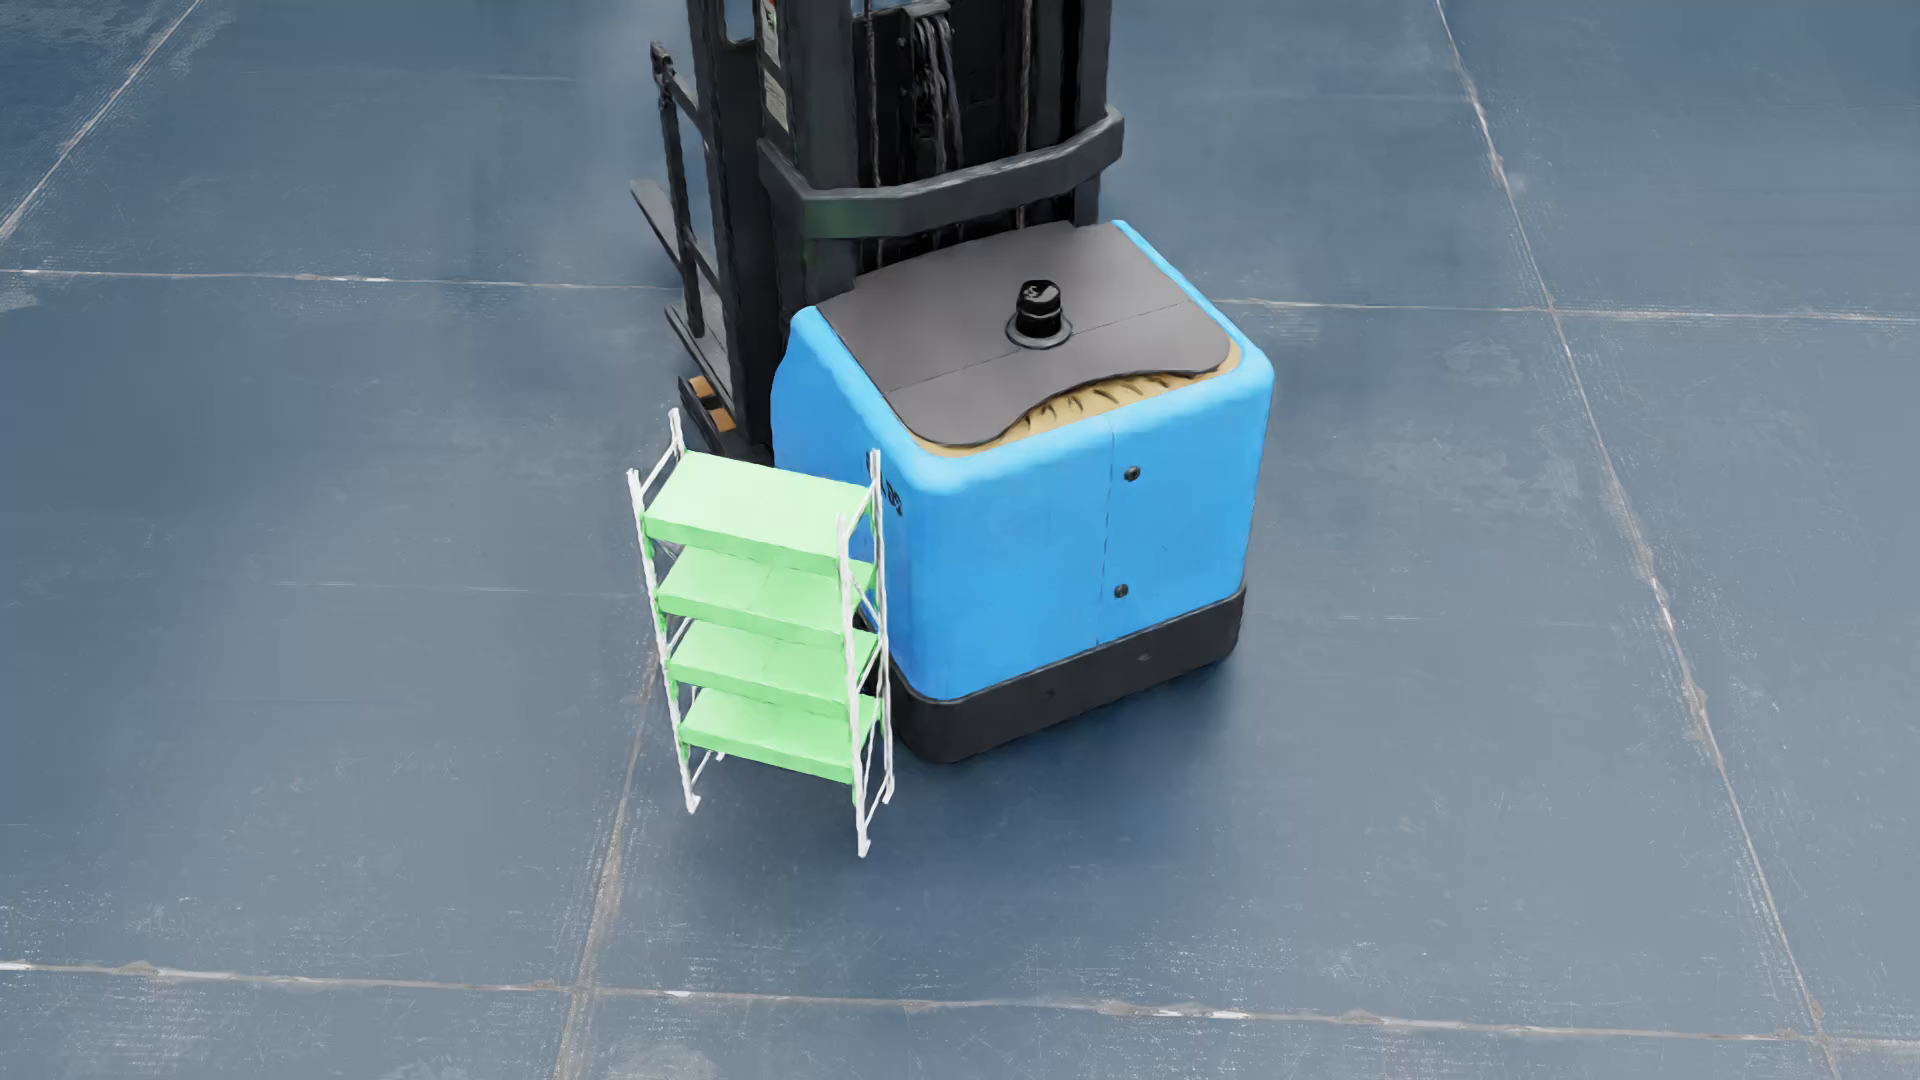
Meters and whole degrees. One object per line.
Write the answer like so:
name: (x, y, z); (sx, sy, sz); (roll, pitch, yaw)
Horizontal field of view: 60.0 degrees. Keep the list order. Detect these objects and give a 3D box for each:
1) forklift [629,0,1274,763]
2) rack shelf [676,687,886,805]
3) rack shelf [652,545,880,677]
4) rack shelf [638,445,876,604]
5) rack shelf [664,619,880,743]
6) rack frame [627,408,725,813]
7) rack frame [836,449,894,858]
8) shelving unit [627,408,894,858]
forklift: (-0.299, -1.475, 4.683); (1.130, 2.935, 3.031); (-19, 46, -19)
rack shelf: (-0.455, 0.488, 4.292); (0.480, 0.148, 0.258); (12, 44, 13)
rack shelf: (-0.455, 0.136, 3.965); (0.480, 0.148, 0.258); (12, 44, 13)
rack shelf: (-0.455, -0.039, 3.801); (0.480, 0.148, 0.258); (12, 44, 13)
rack shelf: (-0.455, 0.312, 4.129); (0.480, 0.148, 0.258); (12, 44, 13)
rack frame: (-0.688, 0.216, 4.138); (0.015, 1.200, 0.240); (12, 44, 13)
rack frame: (-0.222, 0.315, 4.032); (0.015, 1.200, 0.240); (12, 44, 13)
shelving unit: (-0.455, 0.265, 4.085); (0.503, 1.200, 0.258); (12, 44, 13)
